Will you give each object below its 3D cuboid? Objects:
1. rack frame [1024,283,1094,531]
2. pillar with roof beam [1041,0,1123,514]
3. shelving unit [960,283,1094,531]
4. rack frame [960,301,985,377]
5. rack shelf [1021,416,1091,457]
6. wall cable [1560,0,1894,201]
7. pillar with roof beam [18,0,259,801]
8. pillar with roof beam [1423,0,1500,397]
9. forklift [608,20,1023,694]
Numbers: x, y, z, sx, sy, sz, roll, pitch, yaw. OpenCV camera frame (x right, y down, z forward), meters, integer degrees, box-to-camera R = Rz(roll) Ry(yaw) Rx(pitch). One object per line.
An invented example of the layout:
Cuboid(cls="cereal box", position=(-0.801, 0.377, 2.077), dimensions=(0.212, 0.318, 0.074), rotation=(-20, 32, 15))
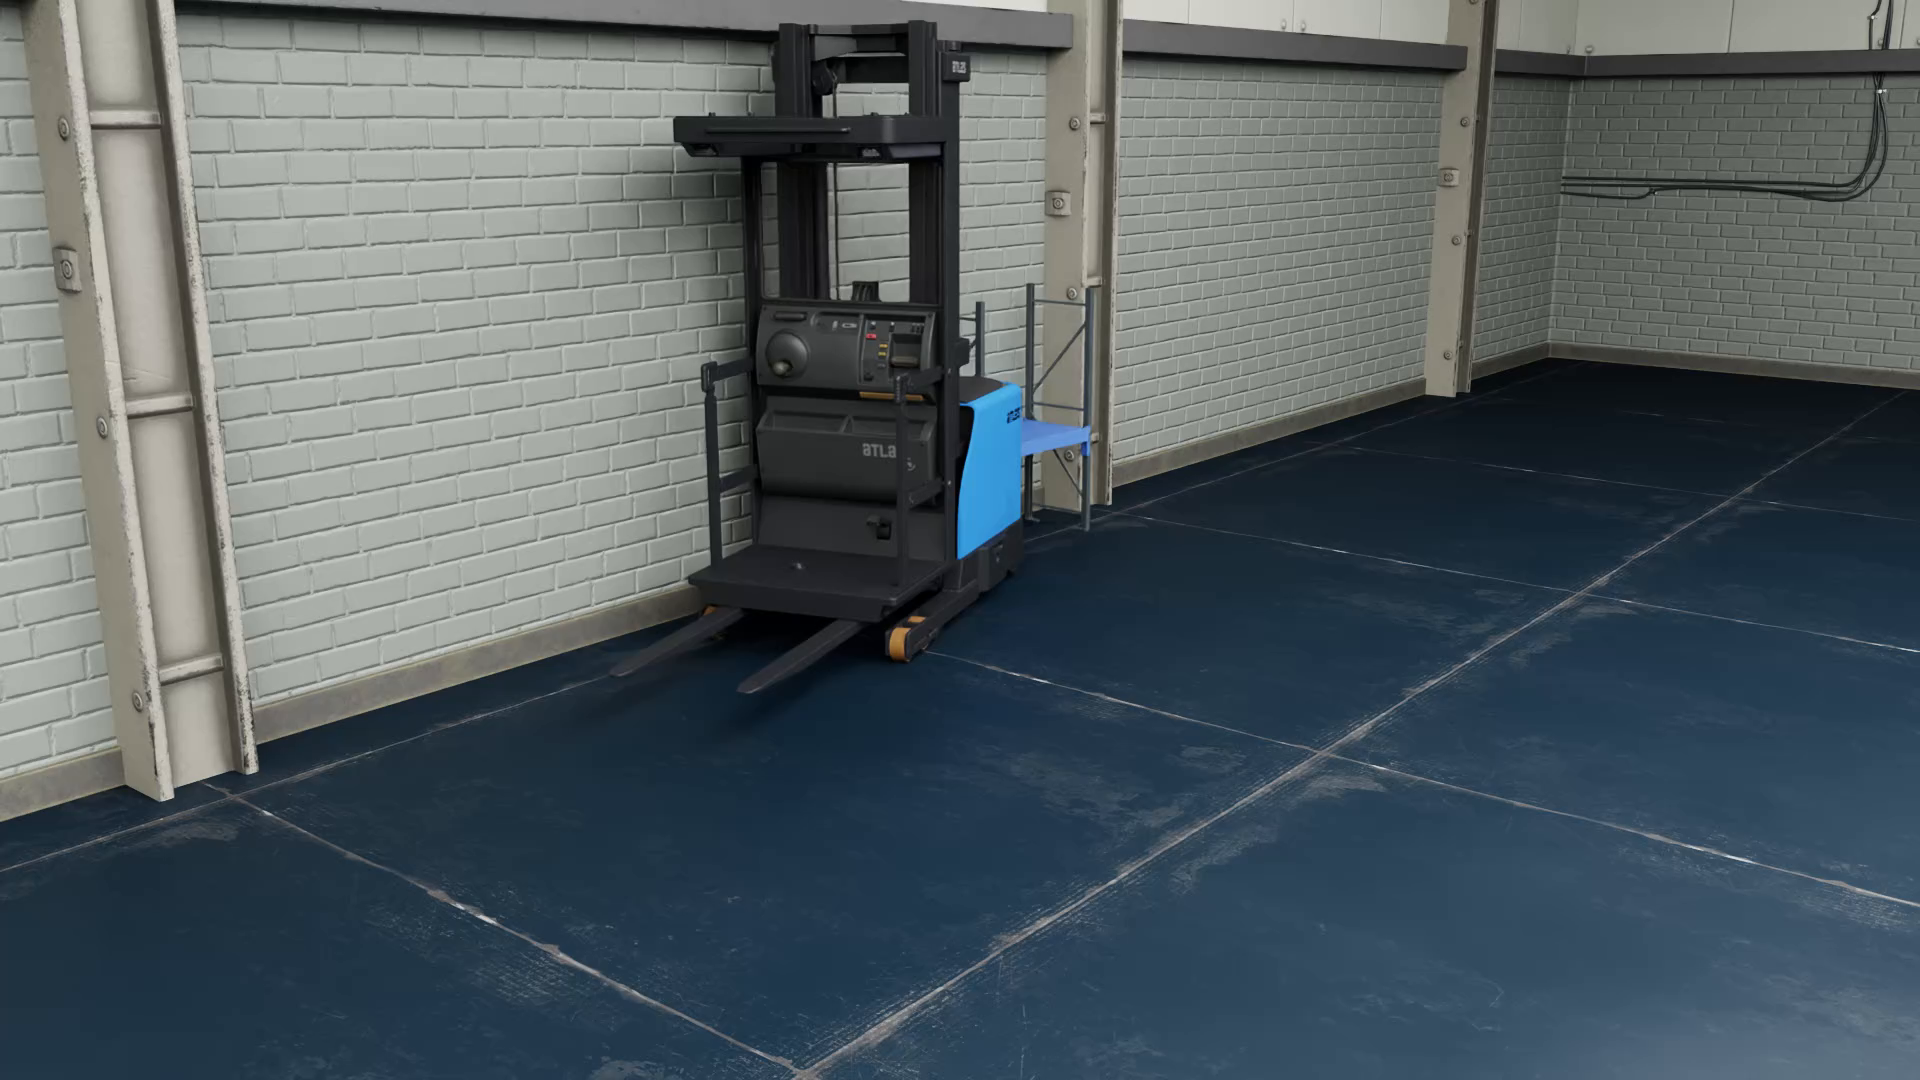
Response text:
Cuboid(cls="rack frame", position=(0.610, -0.826, 10.330), dimensions=(0.500, 1.500, 0.032), rotation=(12, 19, 40))
Cuboid(cls="pillar with roof beam", position=(4.119, -3.922, 7.284), dimensions=(9.100, 9.000, 0.400), rotation=(11, 18, 38))
Cuboid(cls="shelving unit", position=(0.275, -0.732, 9.958), dimensions=(0.538, 1.500, 1.048), rotation=(12, 19, 40))
Cuboid(cls="rack frame", position=(-0.059, -0.638, 9.587), dimensions=(0.500, 1.500, 0.032), rotation=(12, 19, 40))
Cuboid(cls="rack shelf", position=(0.275, -0.558, 10.003), dimensions=(0.538, 0.185, 1.000), rotation=(12, 19, 40))
Cuboid(cls="wall cable", position=(7.422, -4.592, 16.228), dimensions=(3.097, 2.526, 0.112), rotation=(11, 18, 38))
Cuboid(cls="pillar with roof beam", position=(0.348, -2.773, 2.761), dimensions=(9.100, 9.000, 0.400), rotation=(11, 18, 38))
Cuboid(cls="pillar with roof beam", position=(7.890, -5.071, 11.807), dimensions=(9.100, 9.000, 0.400), rotation=(11, 18, 38))
Cuboid(cls="forklift", position=(-0.637, -0.959, 7.946), dimensions=(1.130, 2.935, 3.031), rotation=(5, 15, 20))
